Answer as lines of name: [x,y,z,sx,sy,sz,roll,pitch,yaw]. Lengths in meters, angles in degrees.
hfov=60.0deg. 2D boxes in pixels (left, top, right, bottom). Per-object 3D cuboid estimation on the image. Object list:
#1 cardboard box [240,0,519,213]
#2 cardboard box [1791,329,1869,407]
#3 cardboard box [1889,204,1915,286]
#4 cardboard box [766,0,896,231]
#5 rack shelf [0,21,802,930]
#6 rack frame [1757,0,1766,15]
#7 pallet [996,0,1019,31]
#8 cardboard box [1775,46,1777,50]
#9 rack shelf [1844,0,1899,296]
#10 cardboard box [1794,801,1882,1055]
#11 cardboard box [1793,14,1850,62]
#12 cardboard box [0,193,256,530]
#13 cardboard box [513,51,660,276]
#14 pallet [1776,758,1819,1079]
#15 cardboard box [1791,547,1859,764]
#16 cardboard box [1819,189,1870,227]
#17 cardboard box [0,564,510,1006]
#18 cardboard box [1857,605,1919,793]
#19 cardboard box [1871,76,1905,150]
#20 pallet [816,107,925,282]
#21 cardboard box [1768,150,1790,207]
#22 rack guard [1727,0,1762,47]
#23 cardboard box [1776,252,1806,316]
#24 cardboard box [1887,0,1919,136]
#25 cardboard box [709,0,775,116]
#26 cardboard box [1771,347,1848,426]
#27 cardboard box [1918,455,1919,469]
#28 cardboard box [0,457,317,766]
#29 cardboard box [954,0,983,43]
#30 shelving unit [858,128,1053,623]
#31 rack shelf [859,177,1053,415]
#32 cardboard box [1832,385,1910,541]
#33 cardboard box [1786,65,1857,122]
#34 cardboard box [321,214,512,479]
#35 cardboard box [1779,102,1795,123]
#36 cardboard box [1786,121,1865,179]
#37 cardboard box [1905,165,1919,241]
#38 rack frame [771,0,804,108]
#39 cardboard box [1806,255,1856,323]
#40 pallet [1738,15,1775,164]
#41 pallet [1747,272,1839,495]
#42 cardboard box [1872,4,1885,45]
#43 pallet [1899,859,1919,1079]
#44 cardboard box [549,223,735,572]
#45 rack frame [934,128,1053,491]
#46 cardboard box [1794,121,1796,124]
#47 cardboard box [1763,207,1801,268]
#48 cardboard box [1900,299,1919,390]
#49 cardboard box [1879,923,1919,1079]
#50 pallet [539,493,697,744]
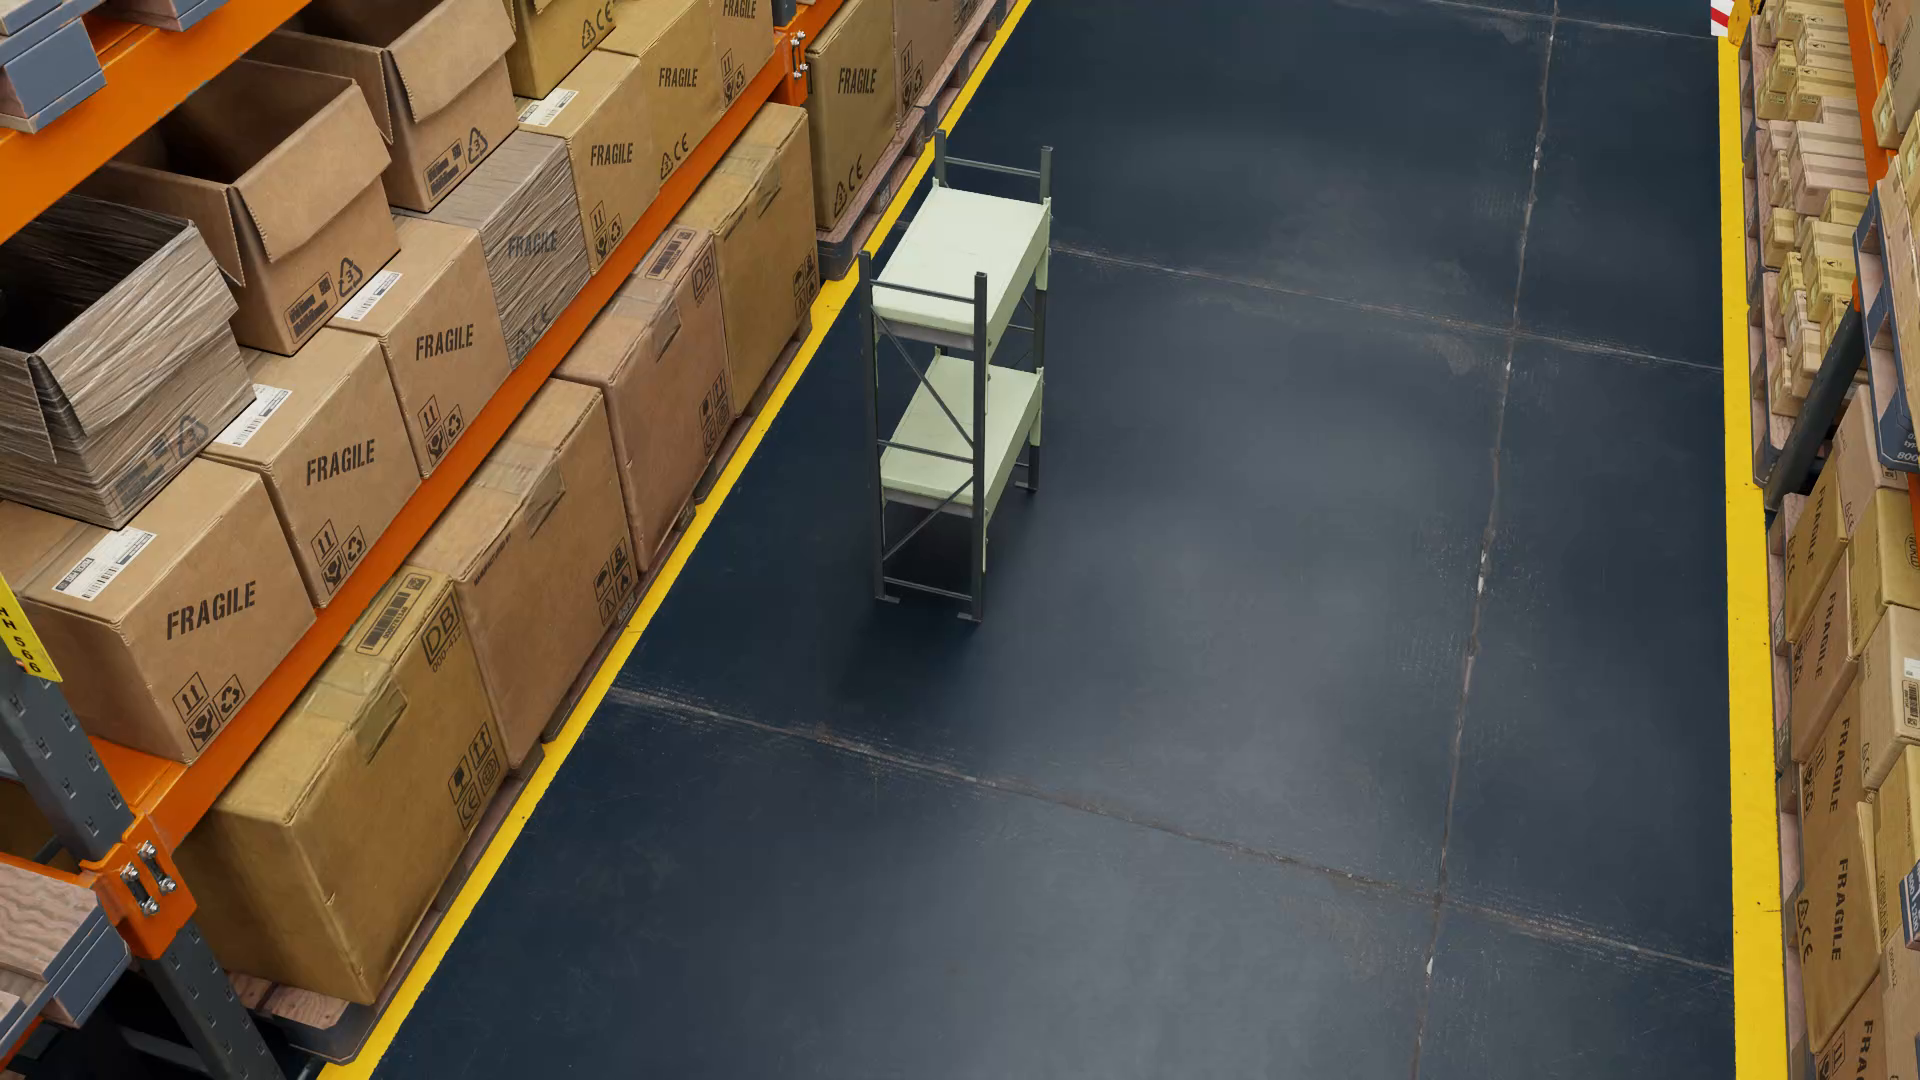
cardboard box: [-1.704,-1.329,4.675,0.797,0.503,0.637,14,46,14]
cardboard box: [3.363,-0.632,6.277,0.380,0.149,0.250,13,46,13]
cardboard box: [2.934,-0.826,4.829,0.380,0.149,0.250,13,46,13]
cardboard box: [-0.850,-2.049,7.418,0.875,0.875,0.875,13,46,13]
rack shelf: [-1.732,-0.645,5.279,1.077,0.370,4.000,13,46,13]
rack frame: [4.782,-3.784,7.972,1.000,3.000,0.127,13,46,13]
pallet: [-0.082,-3.355,9.528,1.003,0.211,1.213,13,46,13]
cardboard box: [4.317,-2.442,8.338,0.380,0.149,0.250,12,46,12]
rack shelf: [4.176,-2.193,6.861,1.077,0.370,4.000,13,46,13]
cardboard box: [2.615,1.097,4.471,0.500,0.500,0.500,11,45,11]
cardboard box: [4.136,-2.317,7.786,0.380,0.149,0.250,10,45,11]
cardboard box: [-2.100,-0.447,3.774,0.797,0.503,0.637,14,46,14]
cardboard box: [-1.315,-1.223,5.284,0.500,0.500,0.500,12,46,12]
pallet: [2.968,1.214,4.858,1.003,0.211,1.213,13,46,13]
cardboard box: [2.935,0.415,5.168,0.500,0.500,0.500,14,46,14]
cardboard box: [3.691,-1.256,6.702,0.380,0.149,0.250,14,46,14]
cardboard box: [-2.108,0.585,4.727,1.225,0.875,0.875,11,45,11]
cardboard box: [2.777,0.489,4.556,0.500,0.250,0.500,14,46,14]
cardboard box: [3.408,-1.462,5.779,0.380,0.149,0.250,11,46,11]
pallet: [-0.821,-1.729,7.866,1.003,0.211,1.213,13,46,13]
cardboard box: [3.862,-1.599,7.478,0.380,0.149,0.250,13,46,13]
rack guard: [4.759,-2.840,8.794,1.175,0.500,0.348,13,46,13]
cardboard box: [3.497,-0.998,6.650,0.380,0.149,0.250,11,45,11]
cardboard box: [3.448,-1.642,5.499,0.500,0.500,0.500,13,46,13]
cardboard box: [-1.007,-1.901,5.977,0.500,0.500,0.500,13,46,13]
cardboard box: [3.365,-0.582,6.438,0.380,0.149,0.250,13,46,13]
cardboard box: [2.622,-0.141,4.129,0.380,0.149,0.250,12,46,12]
cardboard box: [-1.931,0.129,3.902,0.500,0.500,0.500,14,46,14]
cardboard box: [-0.308,-3.242,8.637,0.875,0.875,0.875,13,46,13]
shelving unit: [-0.002,-0.532,5.721,0.431,1.500,0.755,13,46,12]
rack shelf: [-0.002,-0.811,5.448,0.431,0.370,0.720,13,46,12]
cardboard box: [3.095,-0.205,5.266,0.500,0.250,0.500,11,45,11]
cardboard box: [3.920,-1.969,7.430,0.380,0.149,0.250,13,46,13]
cardboard box: [-1.625,-0.558,4.604,0.500,0.500,0.500,12,46,12]
cardboard box: [4.080,-1.937,7.823,0.380,0.149,0.250,13,46,13]
cardboard box: [3.755,-1.638,7.092,0.380,0.149,0.250,11,45,11]
cardboard box: [2.936,-0.946,4.738,0.380,0.149,0.250,12,46,12]
rack frame: [-1.126,-2.235,6.390,1.000,3.000,0.127,13,46,13]
cardboard box: [3.470,-0.932,6.371,0.380,0.149,0.250,13,46,13]
pallet: [4.479,-2.202,8.350,1.003,0.211,1.213,13,46,13]
pallet: [3.740,-0.576,6.688,1.003,0.211,1.213,13,46,13]
cardboard box: [3.701,-1.982,6.310,0.380,0.149,0.250,11,45,11]
pallet: [2.473,1.120,3.098,1.213,0.211,1.003,13,46,13]
cardboard box: [-1.571,-0.599,5.937,1.225,0.875,0.875,11,45,11]
rack frame: [0.109,-0.776,5.970,0.400,1.500,0.023,13,46,12]
cardboard box: [4.081,-2.029,7.704,0.380,0.149,0.250,11,45,11]
cardboard box: [3.678,-1.272,7.143,0.380,0.149,0.250,12,46,12]
cardboard box: [2.778,-0.494,4.489,0.380,0.149,0.250,13,46,13]
cardboard box: [2.459,1.174,3.857,0.500,0.250,0.500,13,46,13]
pallet: [-1.655,0.108,5.989,1.003,0.211,1.213,13,46,13]
